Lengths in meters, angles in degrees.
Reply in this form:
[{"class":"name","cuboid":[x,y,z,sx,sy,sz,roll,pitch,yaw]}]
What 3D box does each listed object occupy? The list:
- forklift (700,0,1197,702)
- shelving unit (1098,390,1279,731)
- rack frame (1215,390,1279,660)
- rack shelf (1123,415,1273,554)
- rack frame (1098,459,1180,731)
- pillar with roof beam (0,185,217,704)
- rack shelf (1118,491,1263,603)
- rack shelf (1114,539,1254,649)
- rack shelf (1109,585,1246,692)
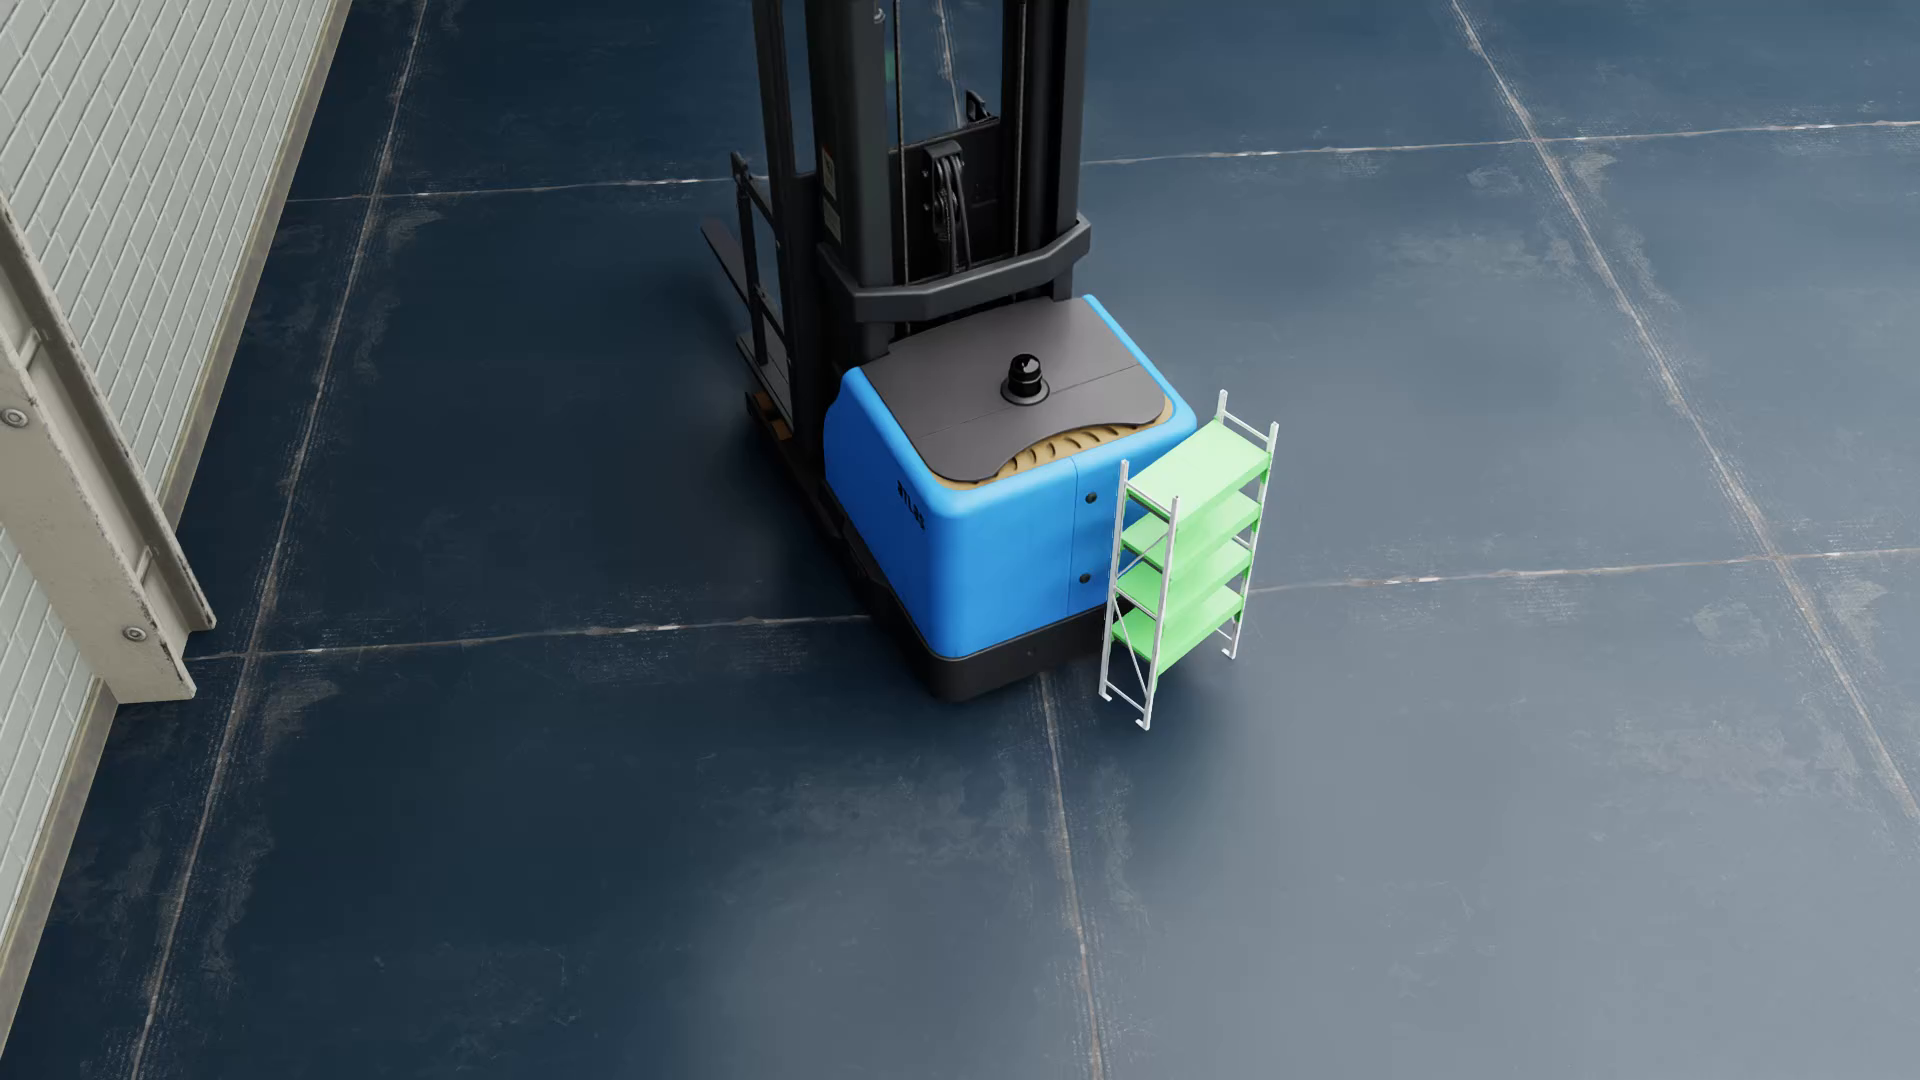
[{"class":"forklift","cuboid":[-0.267,-1.492,6.145,1.130,2.935,3.031,-20,50,-18]},{"class":"shelving unit","cuboid":[0.782,0.097,5.831,0.503,1.200,0.258,-35,56,-28]},{"class":"rack frame","cuboid":[0.958,-0.025,5.947,0.015,1.200,0.240,-35,56,-28]},{"class":"rack shelf","cuboid":[0.782,-0.189,5.529,0.480,0.148,0.258,-35,56,-28]},{"class":"rack frame","cuboid":[0.605,0.220,5.716,0.015,1.200,0.240,-35,56,-28]},{"class":"pillar with roof beam","cuboid":[1.265,-2.900,3.298,9.100,9.000,0.400,-3,47,-3]},{"class":"rack shelf","cuboid":[0.782,-0.024,5.704,0.480,0.148,0.258,-35,56,-28]},{"class":"rack shelf","cuboid":[0.782,0.141,5.878,0.480,0.148,0.258,-35,56,-28]},{"class":"rack shelf","cuboid":[0.782,0.306,6.052,0.480,0.148,0.258,-35,56,-28]}]
